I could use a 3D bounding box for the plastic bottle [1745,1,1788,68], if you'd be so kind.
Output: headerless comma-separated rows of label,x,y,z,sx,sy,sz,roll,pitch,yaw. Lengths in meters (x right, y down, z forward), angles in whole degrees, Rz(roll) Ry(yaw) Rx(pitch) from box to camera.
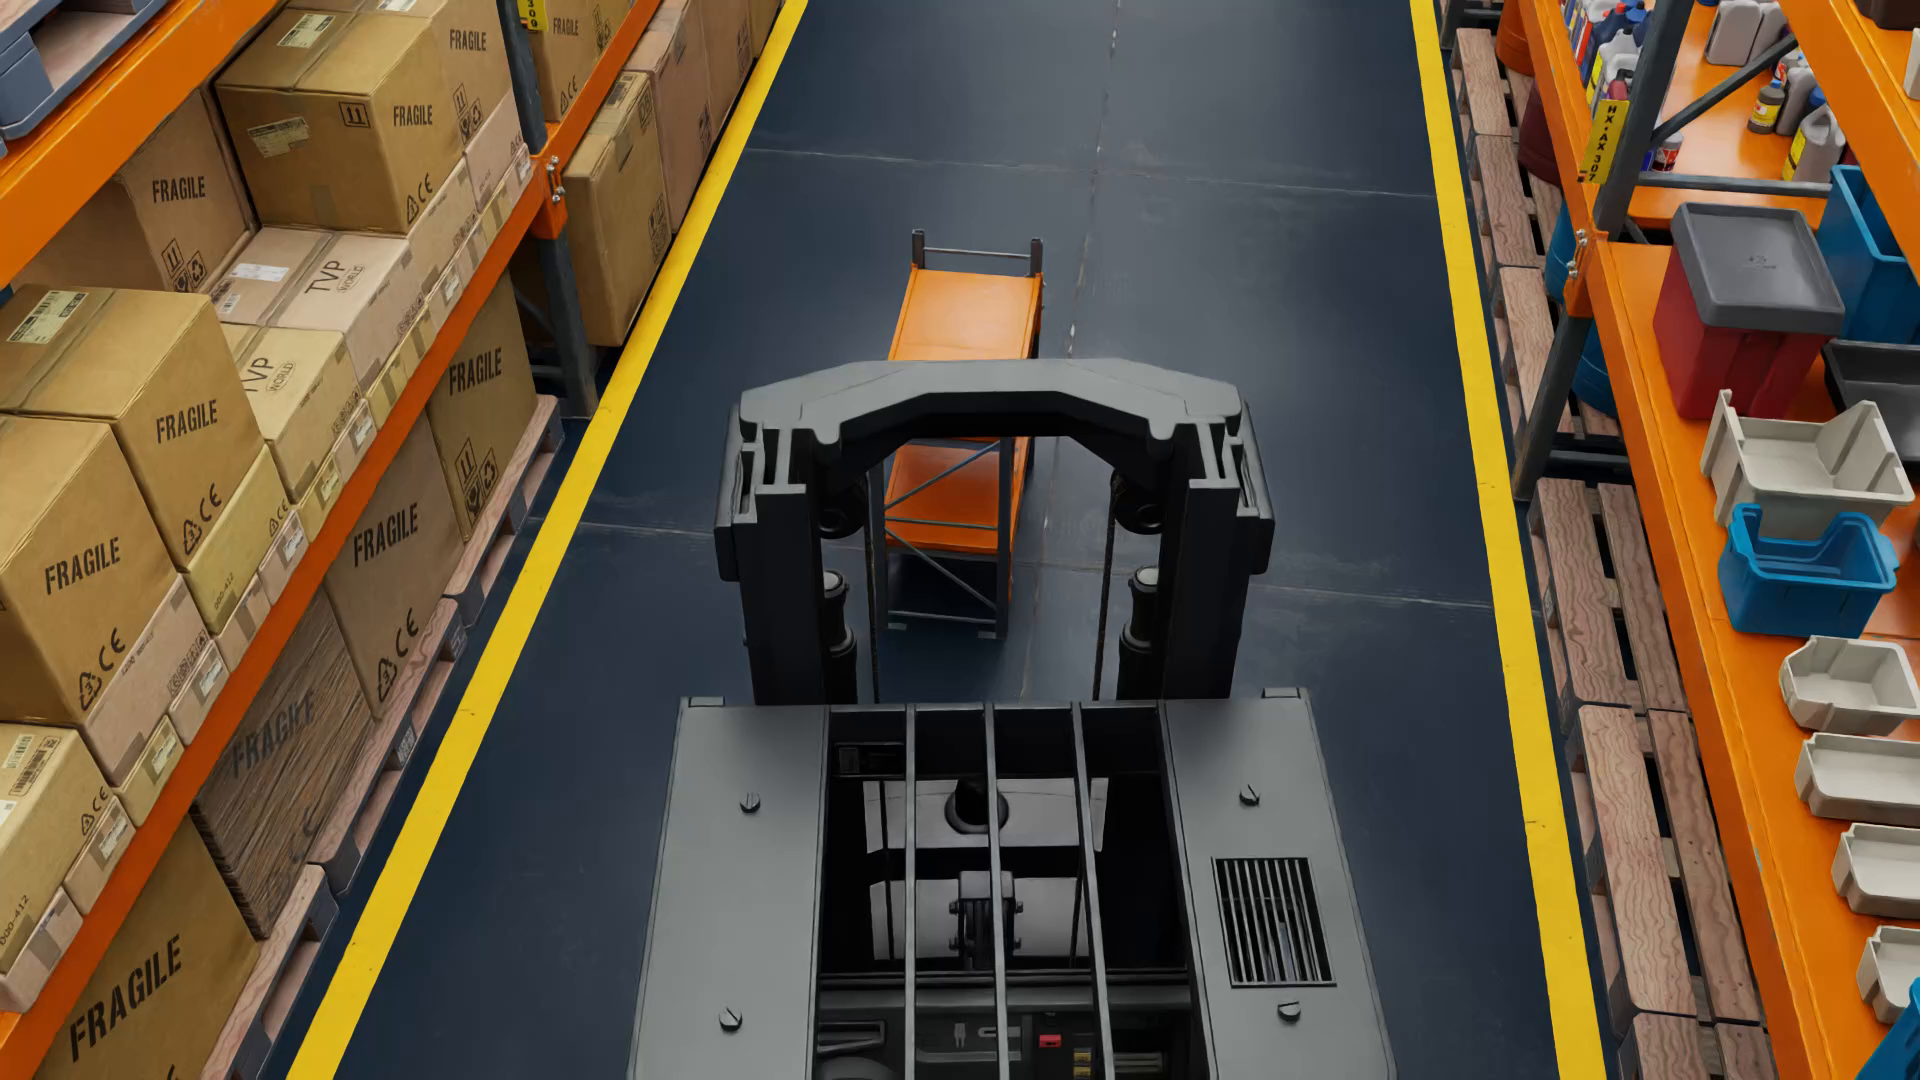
plastic bottle,3.365,-2.112,6.889,0.152,0.276,0.135,5,44,6

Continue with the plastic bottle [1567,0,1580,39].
plastic bottle,2.656,-2.237,7.076,0.097,0.201,0.097,0,43,0

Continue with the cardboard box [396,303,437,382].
cardboard box,-1.957,-0.665,5.454,0.380,0.149,0.250,6,44,6

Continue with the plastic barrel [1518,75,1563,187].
plastic barrel,3.136,-2.144,8.281,0.600,0.588,0.708,5,44,6

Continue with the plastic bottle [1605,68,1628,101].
plastic bottle,2.521,-1.663,6.409,0.061,0.283,0.133,5,44,6

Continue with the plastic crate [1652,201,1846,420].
plastic crate,2.437,-0.705,5.222,0.402,0.464,0.583,5,44,6

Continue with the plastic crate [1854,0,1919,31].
plastic crate,2.368,-1.466,4.030,0.497,0.269,0.590,5,44,6

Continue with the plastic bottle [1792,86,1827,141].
plastic bottle,3.303,-1.647,6.402,0.097,0.271,0.097,0,43,0

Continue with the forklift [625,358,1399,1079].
forklift,0.066,1.216,3.334,1.130,2.935,3.031,-1,43,-1

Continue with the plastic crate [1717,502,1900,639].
plastic crate,2.292,0.097,4.544,0.416,0.233,0.300,5,44,6

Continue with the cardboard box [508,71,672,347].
cardboard box,-2.041,-1.515,7.408,1.225,0.875,0.875,5,44,6

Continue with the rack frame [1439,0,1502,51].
rack frame,3.333,-3.972,8.763,1.000,3.000,0.127,5,44,6

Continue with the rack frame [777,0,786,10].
rack frame,-1.577,-4.422,9.238,1.000,3.000,0.127,5,44,6

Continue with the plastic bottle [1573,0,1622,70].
plastic bottle,2.650,-2.091,6.867,0.152,0.276,0.135,5,44,6

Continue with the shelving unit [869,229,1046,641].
shelving unit,-0.001,-0.404,6.358,0.538,1.125,1.048,5,44,6

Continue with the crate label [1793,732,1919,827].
crate label,2.269,0.594,4.089,0.396,0.136,0.243,5,44,6

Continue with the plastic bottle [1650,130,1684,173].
plastic bottle,2.662,-1.473,6.268,0.097,0.201,0.097,0,43,0

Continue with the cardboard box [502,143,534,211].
cardboard box,-1.821,-1.367,6.195,0.380,0.149,0.250,5,44,6

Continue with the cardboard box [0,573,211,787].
cardboard box,-2.241,0.319,4.124,0.500,0.250,0.500,5,44,5

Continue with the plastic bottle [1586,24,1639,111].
plastic bottle,2.601,-1.884,6.594,0.144,0.351,0.185,5,44,6

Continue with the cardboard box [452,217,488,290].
cardboard box,-1.889,-1.016,5.825,0.380,0.149,0.250,5,44,5

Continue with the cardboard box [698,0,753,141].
cardboard box,-1.814,-2.727,8.689,1.225,0.875,0.875,5,44,6

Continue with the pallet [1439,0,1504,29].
pallet,3.473,-3.483,10.275,1.003,0.211,1.213,5,44,6

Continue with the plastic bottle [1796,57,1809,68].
plastic bottle,3.333,-1.805,6.569,0.097,0.271,0.097,0,43,0

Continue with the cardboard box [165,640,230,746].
cardboard box,-2.161,0.382,4.347,0.380,0.149,0.250,5,44,5

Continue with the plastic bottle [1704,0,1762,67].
plastic bottle,3.214,-2.126,6.904,0.152,0.276,0.135,5,44,6

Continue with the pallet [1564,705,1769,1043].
pallet,2.586,1.106,5.429,1.003,0.211,1.213,5,44,6

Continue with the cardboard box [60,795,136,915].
cardboard box,-2.228,0.735,3.975,0.380,0.149,0.250,5,44,5

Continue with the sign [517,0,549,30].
sign,-1.555,-1.989,5.982,0.100,0.325,0.005,5,44,6

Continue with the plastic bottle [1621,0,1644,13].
plastic bottle,2.794,-2.182,6.967,0.097,0.271,0.097,0,43,0

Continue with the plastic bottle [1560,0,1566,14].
plastic bottle,2.687,-2.395,7.243,0.097,0.201,0.097,0,43,0

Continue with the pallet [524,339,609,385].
pallet,-2.078,-1.216,7.881,1.003,0.211,1.213,5,44,6

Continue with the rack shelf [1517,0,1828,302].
rack shelf,3.068,-2.347,7.571,1.077,0.370,4.000,5,44,6

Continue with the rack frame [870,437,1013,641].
rack frame,-0.068,-0.057,5.992,0.500,1.125,0.032,5,44,6

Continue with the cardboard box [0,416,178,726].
cardboard box,-2.237,0.061,3.851,0.500,0.500,0.500,4,44,4

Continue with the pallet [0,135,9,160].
pallet,-2.547,-0.533,3.014,1.003,0.211,1.213,5,44,6

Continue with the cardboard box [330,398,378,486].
cardboard box,-2.026,-0.318,5.087,0.380,0.149,0.250,6,44,6

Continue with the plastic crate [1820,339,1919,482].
plastic crate,2.922,-0.380,5.126,0.437,0.125,0.590,5,44,6

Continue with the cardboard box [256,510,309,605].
cardboard box,-2.093,0.033,4.716,0.380,0.149,0.250,5,44,5

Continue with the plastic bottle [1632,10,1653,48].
plastic bottle,2.768,-1.997,6.713,0.144,0.351,0.185,5,44,6

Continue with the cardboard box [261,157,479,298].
cardboard box,-1.970,-1.072,5.593,0.500,0.250,0.500,6,44,7

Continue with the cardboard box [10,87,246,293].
cardboard box,-2.559,-1.028,5.002,0.500,0.500,0.500,4,44,4

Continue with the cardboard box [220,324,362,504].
cardboard box,-2.107,-0.379,4.861,0.500,0.250,0.500,4,44,5

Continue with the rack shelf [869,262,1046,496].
rack shelf,-0.001,-0.616,6.157,0.538,0.278,1.000,5,44,6

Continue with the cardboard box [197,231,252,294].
cardboard box,-2.561,-0.761,5.265,0.500,0.250,0.500,6,44,7

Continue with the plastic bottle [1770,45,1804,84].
plastic bottle,3.359,-1.913,6.733,0.097,0.201,0.097,0,43,0

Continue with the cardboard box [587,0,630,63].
cardboard box,-1.732,-2.365,6.994,0.500,0.500,0.500,5,44,6

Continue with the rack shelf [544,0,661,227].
rack shelf,-1.841,-2.797,8.046,1.077,0.370,4.000,5,44,6

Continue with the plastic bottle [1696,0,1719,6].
plastic bottle,3.321,-2.491,7.293,0.097,0.271,0.097,0,43,0

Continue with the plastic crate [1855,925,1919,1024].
plastic crate,2.203,0.982,3.679,0.396,0.136,0.243,5,44,6

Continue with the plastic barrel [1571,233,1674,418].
plastic barrel,2.893,-1.005,6.851,0.600,0.901,0.708,5,44,6

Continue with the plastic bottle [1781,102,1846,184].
plastic bottle,3.177,-1.466,6.152,0.144,0.351,0.185,5,44,6

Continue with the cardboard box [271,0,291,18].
cardboard box,-2.422,-1.718,5.730,0.500,0.500,0.500,5,44,6

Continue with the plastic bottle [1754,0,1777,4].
plastic bottle,3.396,-2.270,7.056,0.152,0.276,0.135,5,44,6

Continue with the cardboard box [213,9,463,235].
cardboard box,-1.972,-1.343,5.334,0.500,0.500,0.500,6,44,6

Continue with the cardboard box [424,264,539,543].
cardboard box,-2.272,-0.634,6.478,0.875,0.875,0.875,5,44,6

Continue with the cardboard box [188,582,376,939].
cardboard box,-2.509,0.586,5.190,0.875,0.875,0.875,5,44,6

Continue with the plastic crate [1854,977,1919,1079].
plastic crate,2.134,1.201,3.231,0.616,0.435,0.499,5,44,6

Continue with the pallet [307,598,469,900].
pallet,-2.443,0.662,5.898,1.003,0.211,1.213,5,44,6

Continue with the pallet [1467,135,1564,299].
pallet,3.106,-1.589,8.274,1.003,0.211,1.213,5,44,6
